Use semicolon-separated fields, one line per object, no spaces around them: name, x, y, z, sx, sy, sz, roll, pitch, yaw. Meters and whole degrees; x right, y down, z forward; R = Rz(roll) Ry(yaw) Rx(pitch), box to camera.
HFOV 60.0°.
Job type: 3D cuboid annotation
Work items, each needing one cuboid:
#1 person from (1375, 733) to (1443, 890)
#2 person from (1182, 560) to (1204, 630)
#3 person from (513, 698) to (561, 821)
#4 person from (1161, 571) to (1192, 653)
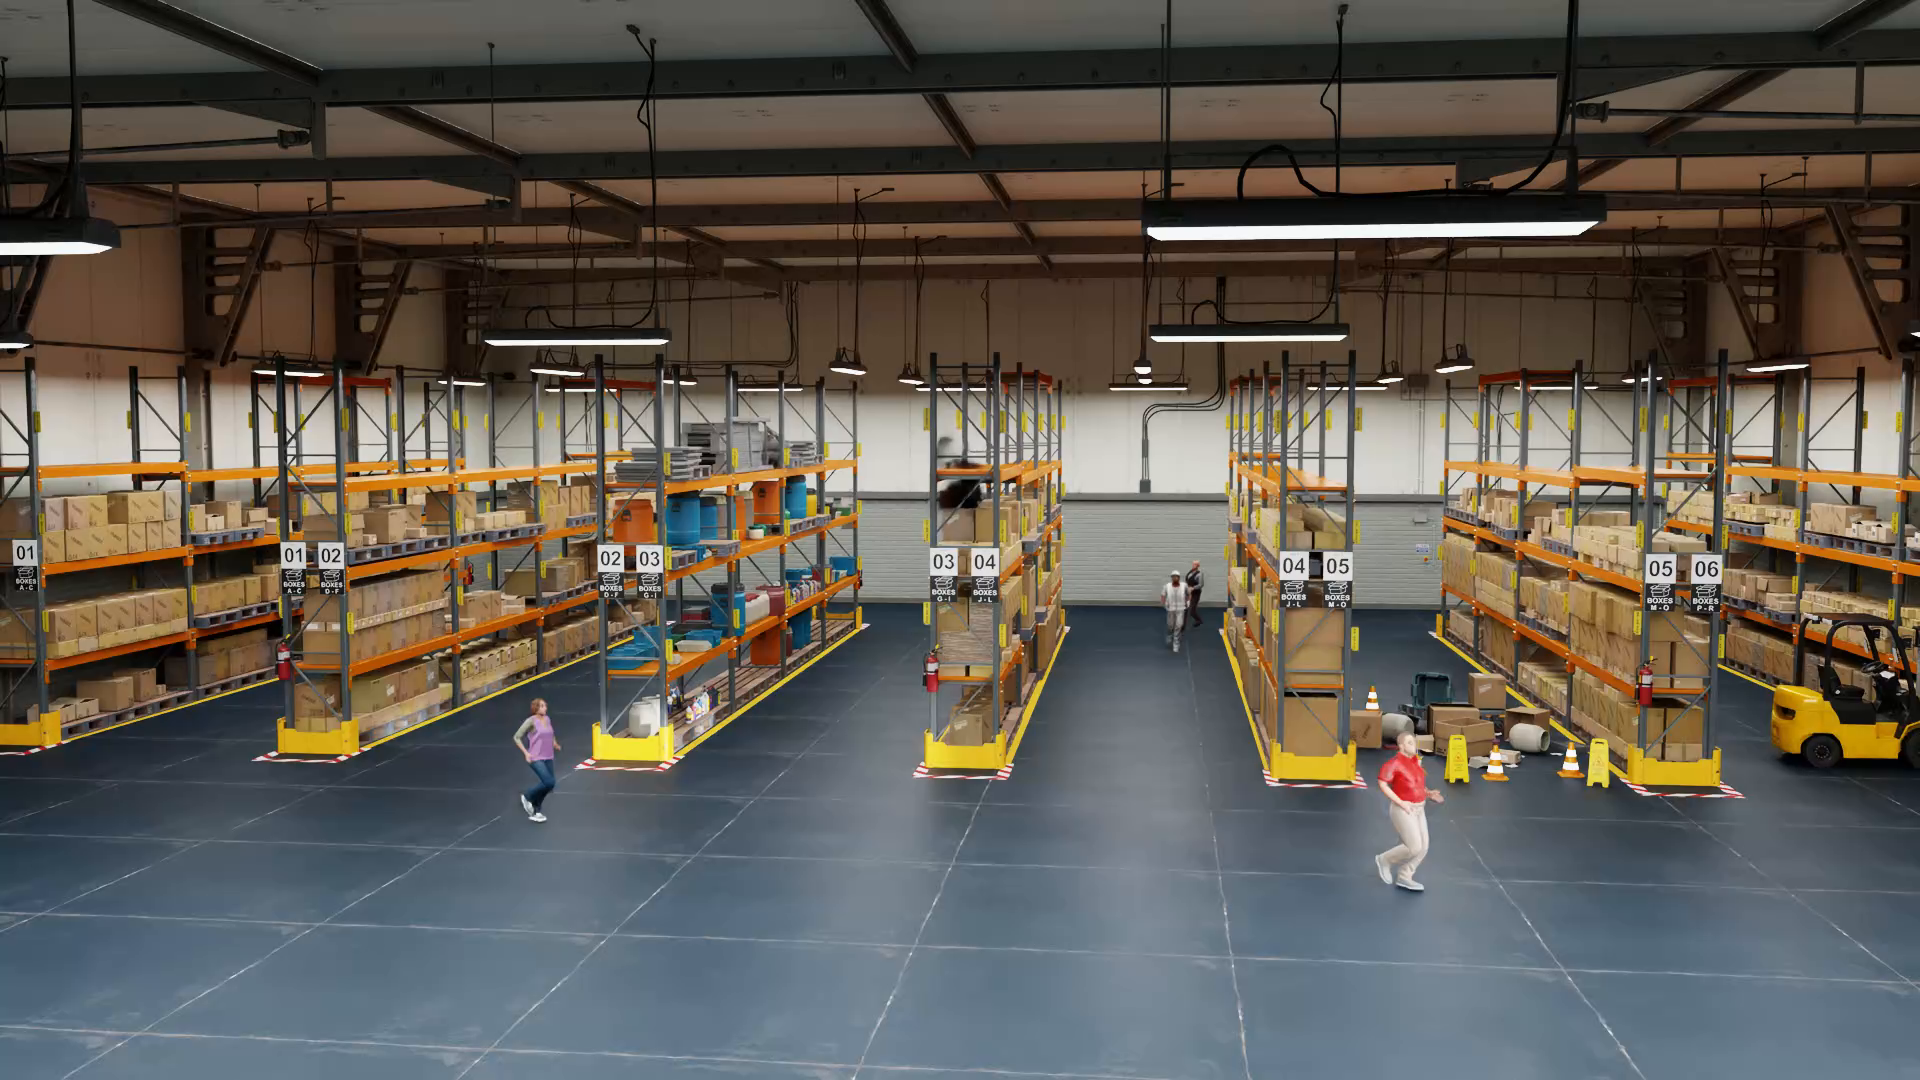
person;4.799;2.906;17.790;0.619;1.669;0.658;4;6;44
person;5.607;1.343;39.832;0.819;1.717;0.669;-3;5;-37
person;-5.220;2.751;20.788;0.529;1.557;0.525;2;5;28
person;4.752;1.550;36.533;0.689;1.775;0.856;1;4;7
